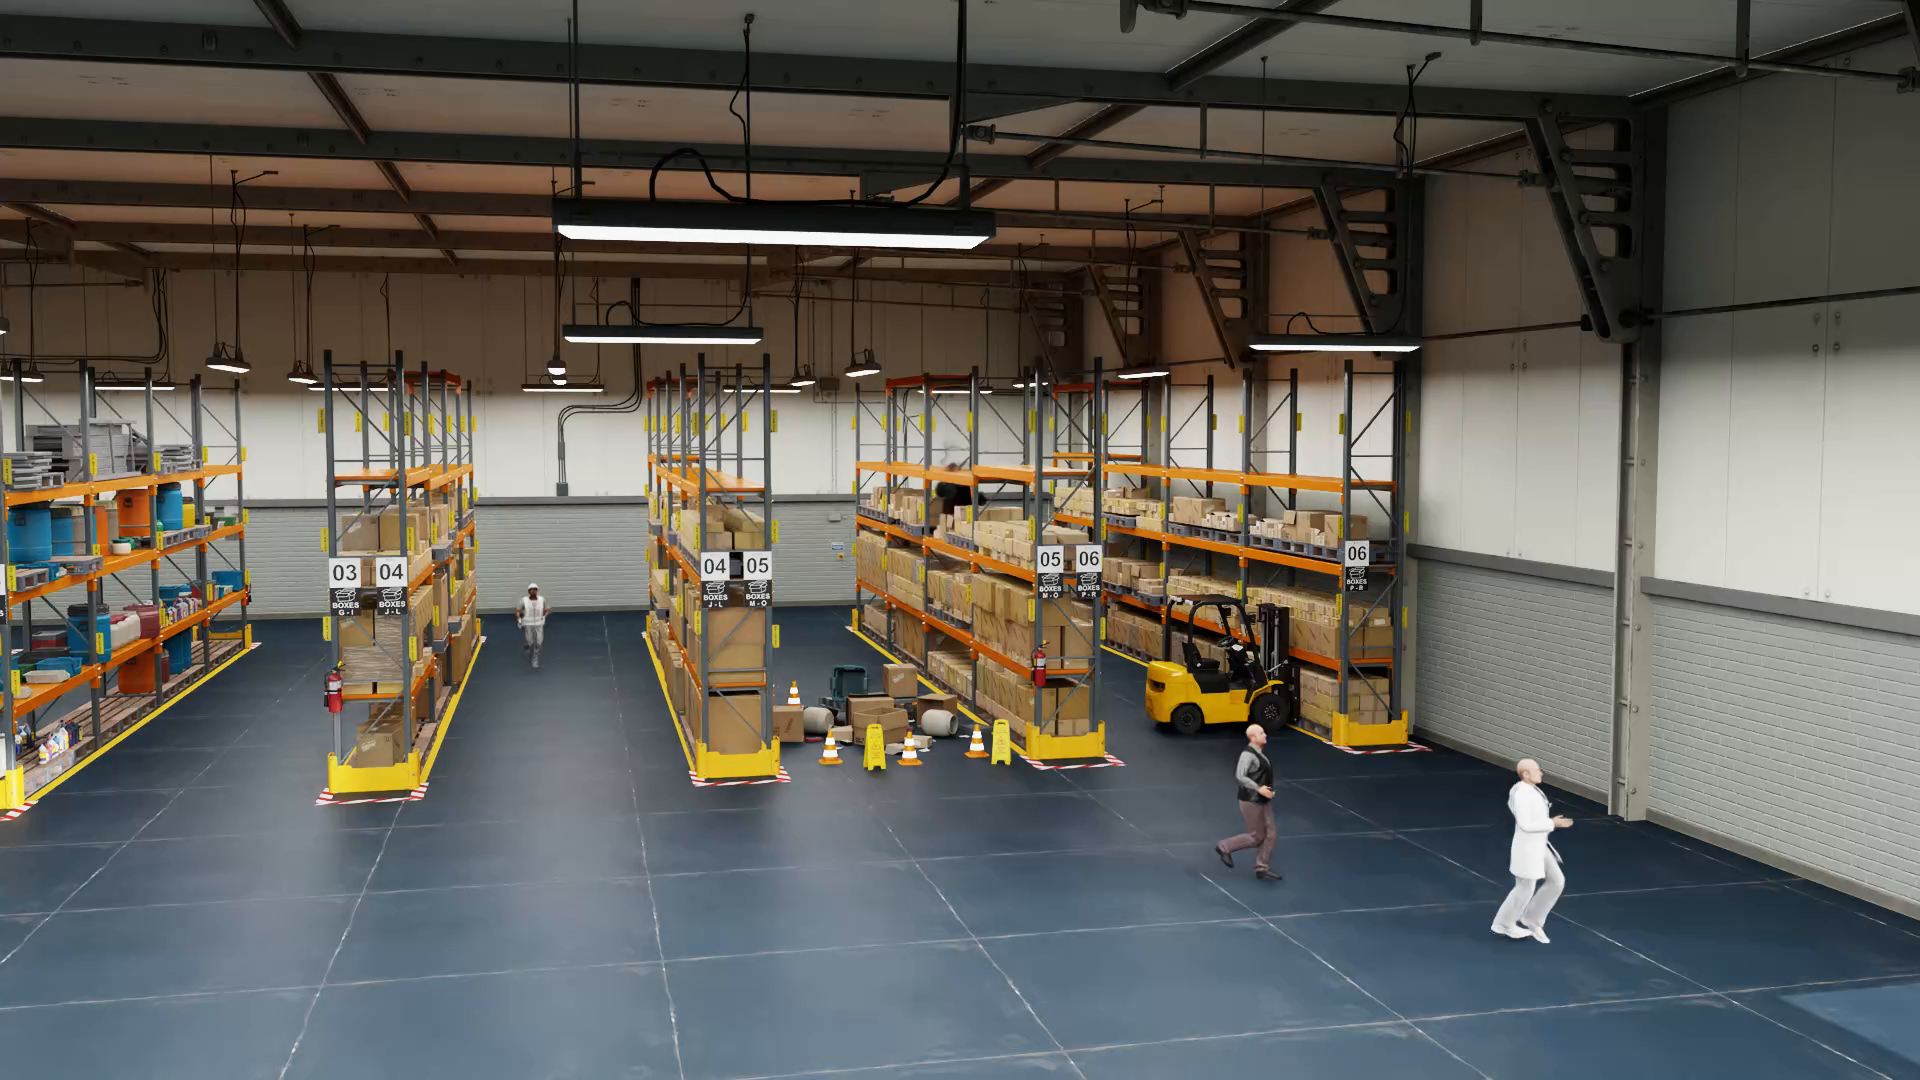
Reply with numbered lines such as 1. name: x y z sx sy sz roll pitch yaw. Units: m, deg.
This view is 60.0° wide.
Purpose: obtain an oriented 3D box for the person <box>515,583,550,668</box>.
1. person: -8.781 1.757 34.237 0.686 1.733 0.599 -2 4 -24

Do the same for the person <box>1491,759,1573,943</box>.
1. person: 5.526 3.011 16.017 0.755 1.814 0.688 3 5 33

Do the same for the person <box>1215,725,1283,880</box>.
1. person: 3.210 2.878 18.343 0.752 1.695 0.657 2 4 28
